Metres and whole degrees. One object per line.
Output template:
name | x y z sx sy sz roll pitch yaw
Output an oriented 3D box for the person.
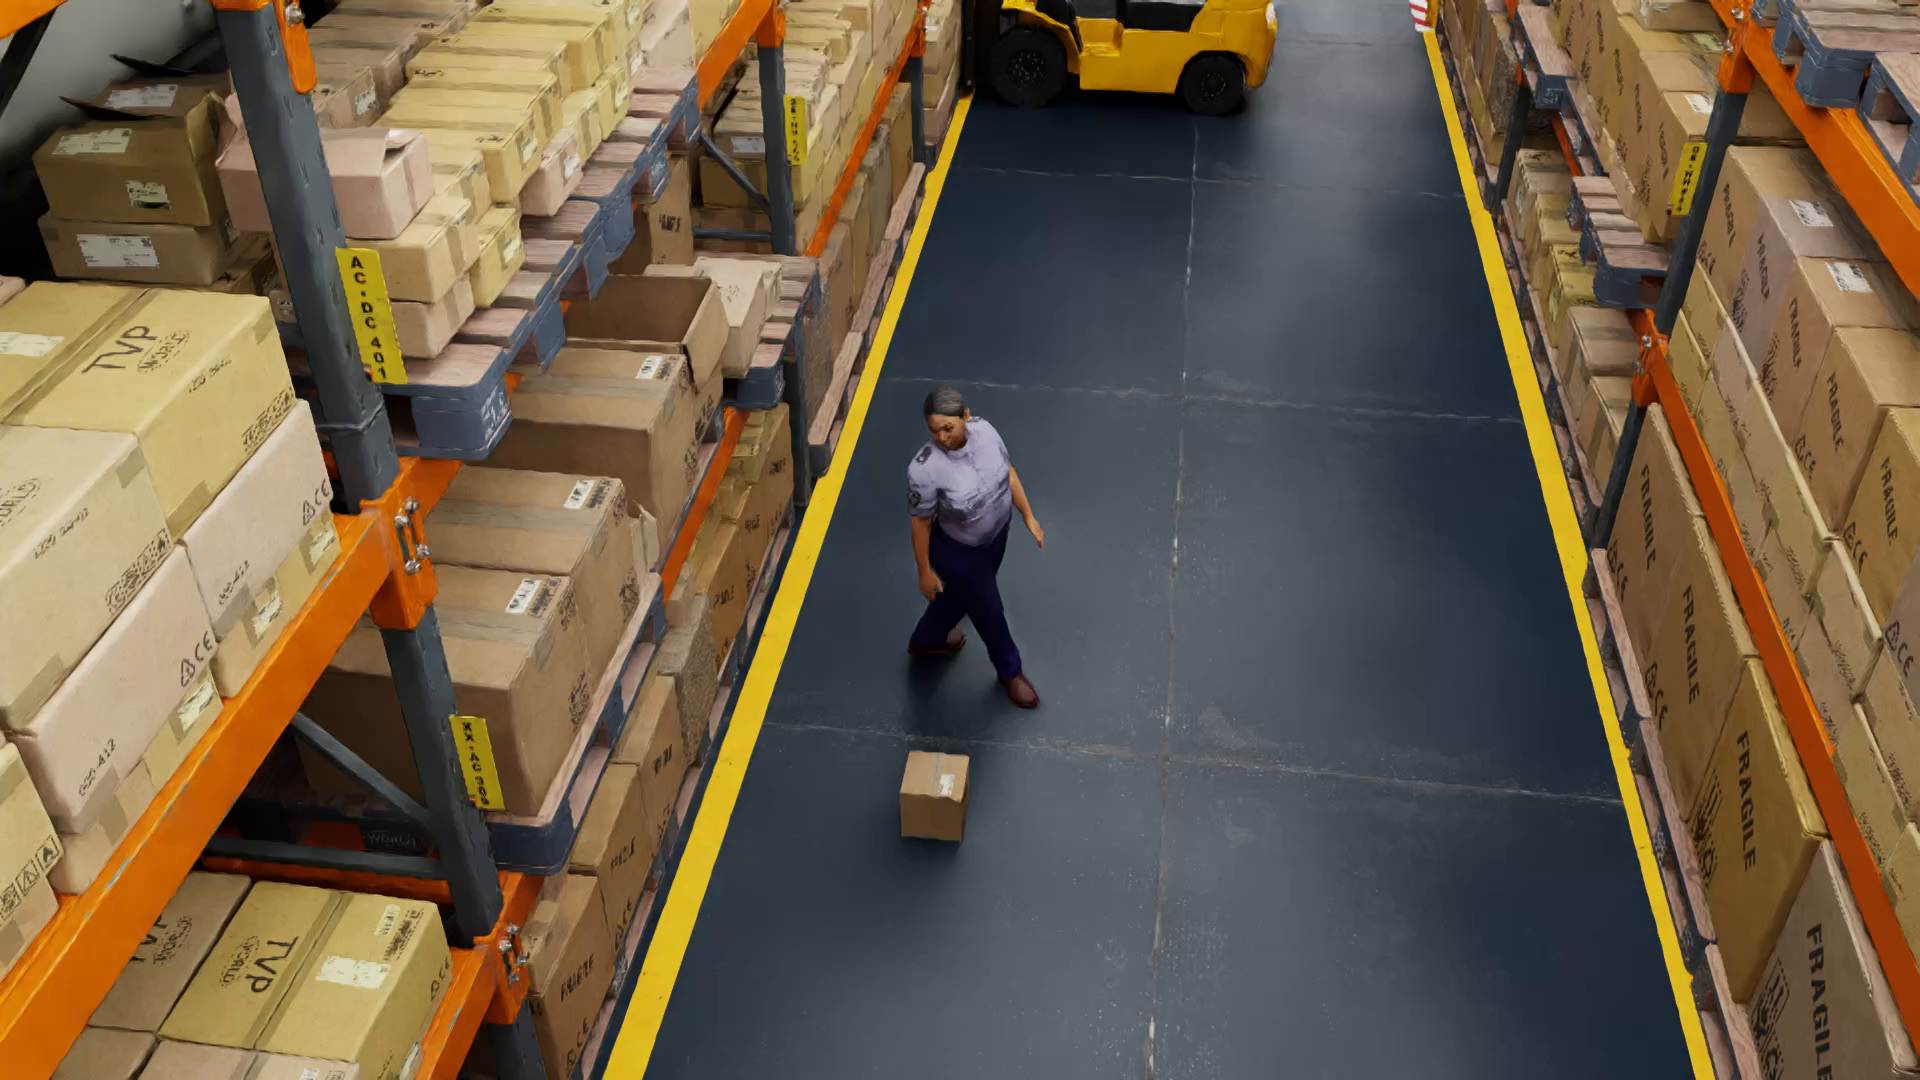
person | 0.037 0.028 7.060 0.663 1.604 0.528 18 40 23
